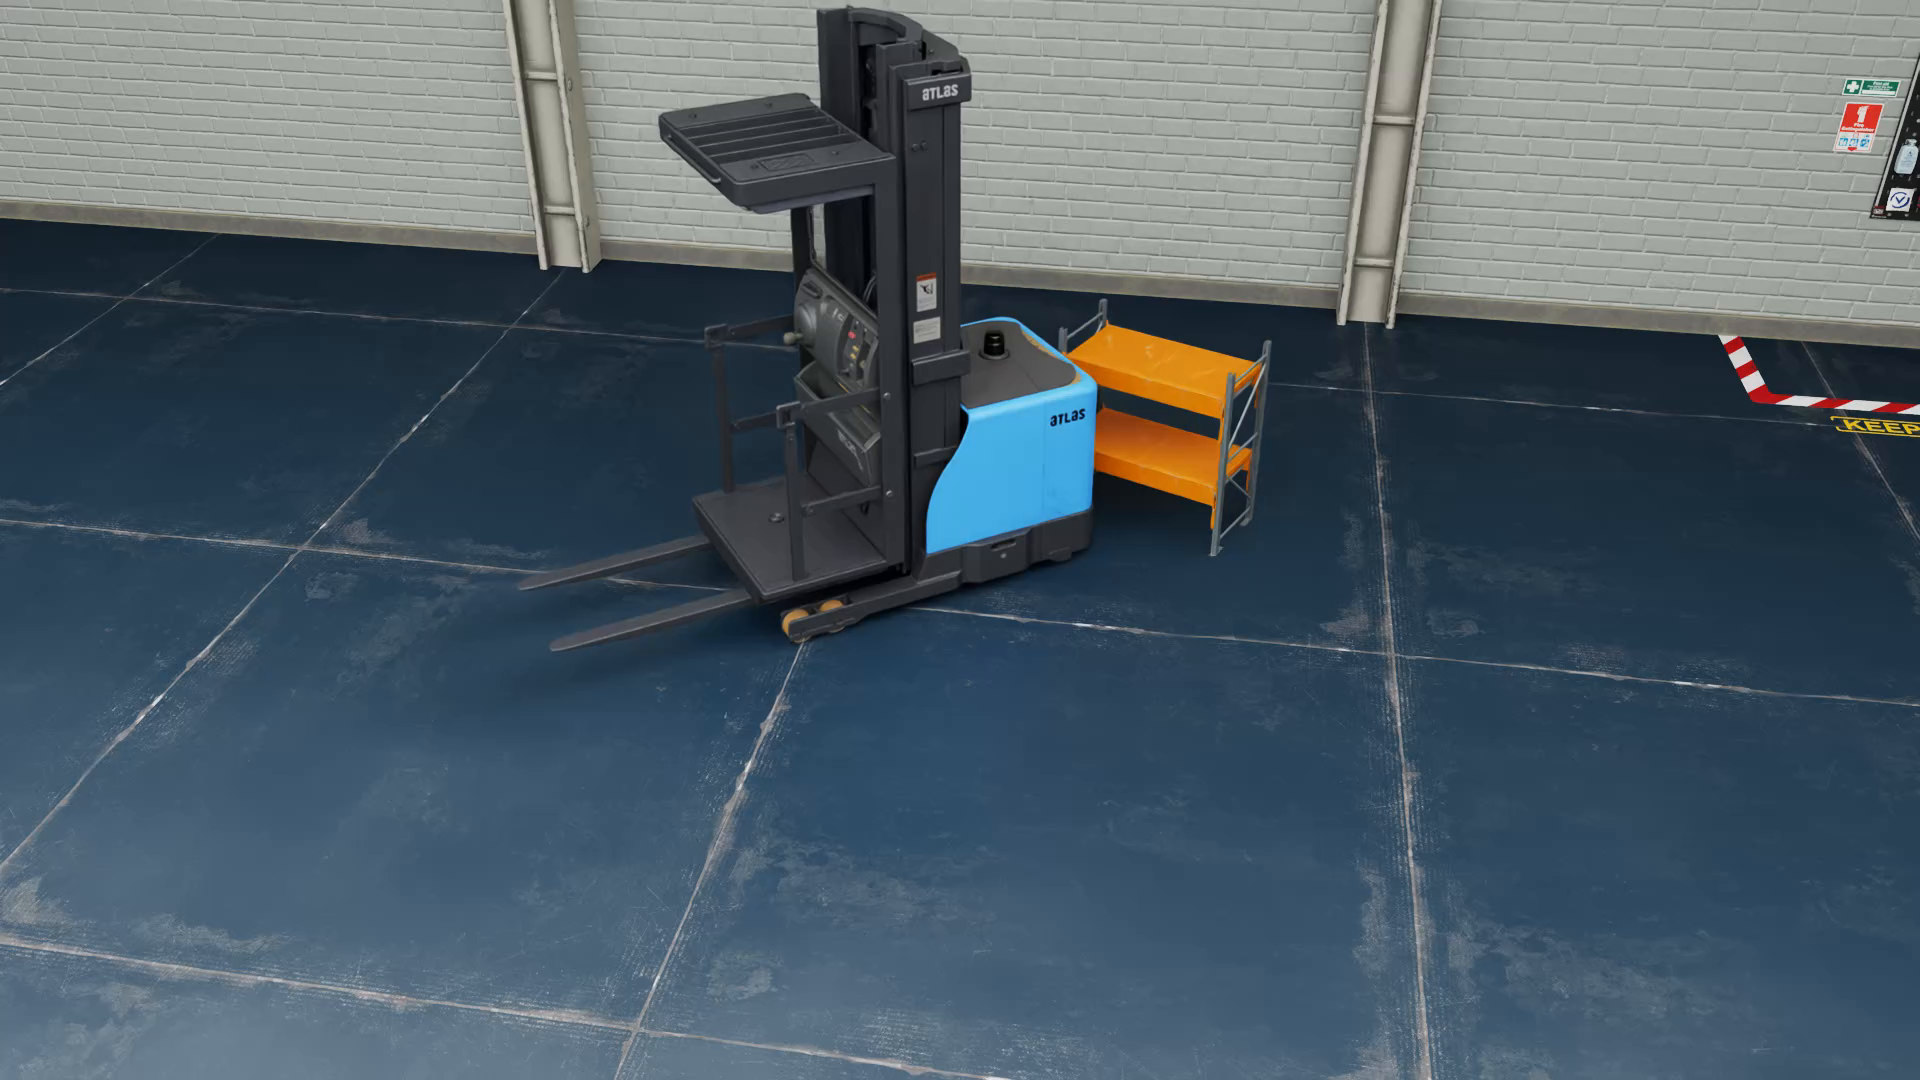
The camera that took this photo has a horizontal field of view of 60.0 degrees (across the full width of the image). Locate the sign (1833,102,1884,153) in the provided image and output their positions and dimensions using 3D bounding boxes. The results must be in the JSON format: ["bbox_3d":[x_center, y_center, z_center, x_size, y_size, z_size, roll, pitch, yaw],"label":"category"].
[{"bbox_3d":[5.874,-2.698,10.873,0.234,0.329,0.001,5,32,8],"label":"sign"}]

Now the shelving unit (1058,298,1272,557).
[{"bbox_3d":[1.120,-0.644,9.392,1.048,1.125,0.538,19,37,28],"label":"shelving unit"}]

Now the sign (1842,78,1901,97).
[{"bbox_3d":[5.877,-2.917,10.724,0.331,0.109,0.001,5,32,8],"label":"sign"}]

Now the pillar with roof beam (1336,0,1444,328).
[{"bbox_3d":[2.192,-3.166,6.000,0.400,9.000,9.100,5,32,8],"label":"pillar with roof beam"}]

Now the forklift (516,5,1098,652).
[{"bbox_3d":[-0.808,-1.035,8.315,3.031,2.935,1.130,-15,35,-23],"label":"forklift"}]

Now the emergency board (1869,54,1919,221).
[{"bbox_3d":[6.396,-2.589,10.734,0.626,1.169,0.157,5,32,8],"label":"emergency board"}]

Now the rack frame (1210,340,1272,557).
[{"bbox_3d":[1.546,-0.496,9.156,0.032,1.125,0.500,19,37,28],"label":"rack frame"}]

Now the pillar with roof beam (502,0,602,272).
[{"bbox_3d":[-3.722,-3.701,6.855,0.400,9.000,9.100,5,32,8],"label":"pillar with roof beam"}]

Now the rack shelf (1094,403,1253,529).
[{"bbox_3d":[1.120,-0.436,9.522,1.000,0.278,0.538,19,37,28],"label":"rack shelf"}]

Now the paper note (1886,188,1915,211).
[{"bbox_3d":[6.239,-2.258,11.034,0.142,0.148,0.016,5,32,8],"label":"paper note"}]

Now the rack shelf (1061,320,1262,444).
[{"bbox_3d":[1.120,-0.892,9.237,1.000,0.278,0.538,19,37,28],"label":"rack shelf"}]

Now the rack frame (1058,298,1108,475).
[{"bbox_3d":[0.694,-0.791,9.627,0.032,1.125,0.500,19,37,28],"label":"rack frame"}]
